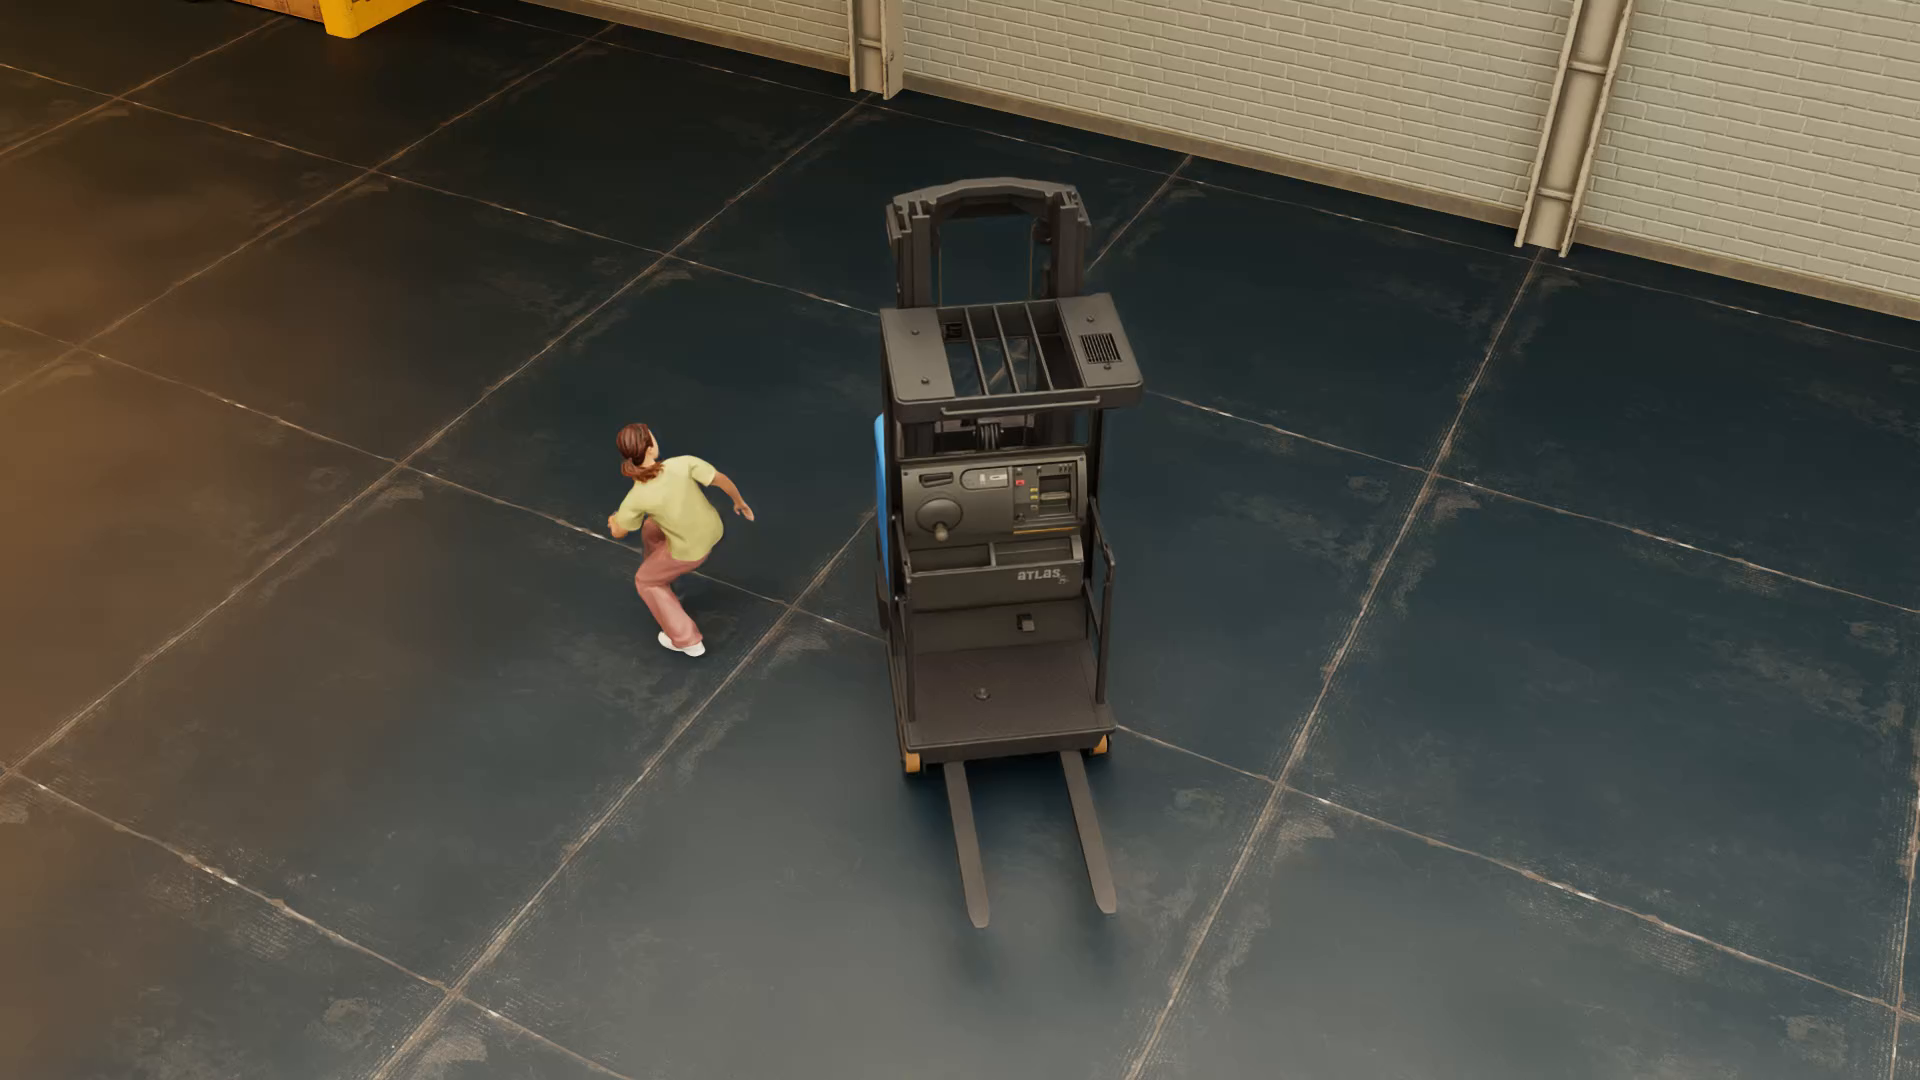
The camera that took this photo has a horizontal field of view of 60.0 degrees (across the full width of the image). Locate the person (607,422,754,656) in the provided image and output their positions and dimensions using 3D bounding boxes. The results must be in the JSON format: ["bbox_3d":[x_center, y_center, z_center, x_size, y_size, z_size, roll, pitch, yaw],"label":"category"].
[{"bbox_3d":[-1.618,-0.086,9.241,0.713,1.475,0.688,26,47,27],"label":"person"}]

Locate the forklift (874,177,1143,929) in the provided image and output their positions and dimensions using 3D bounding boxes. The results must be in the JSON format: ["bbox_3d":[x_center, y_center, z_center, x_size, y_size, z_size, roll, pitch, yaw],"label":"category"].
[{"bbox_3d":[0.204,-0.134,8.145,1.130,2.935,3.031,-5,40,-6],"label":"forklift"}]
